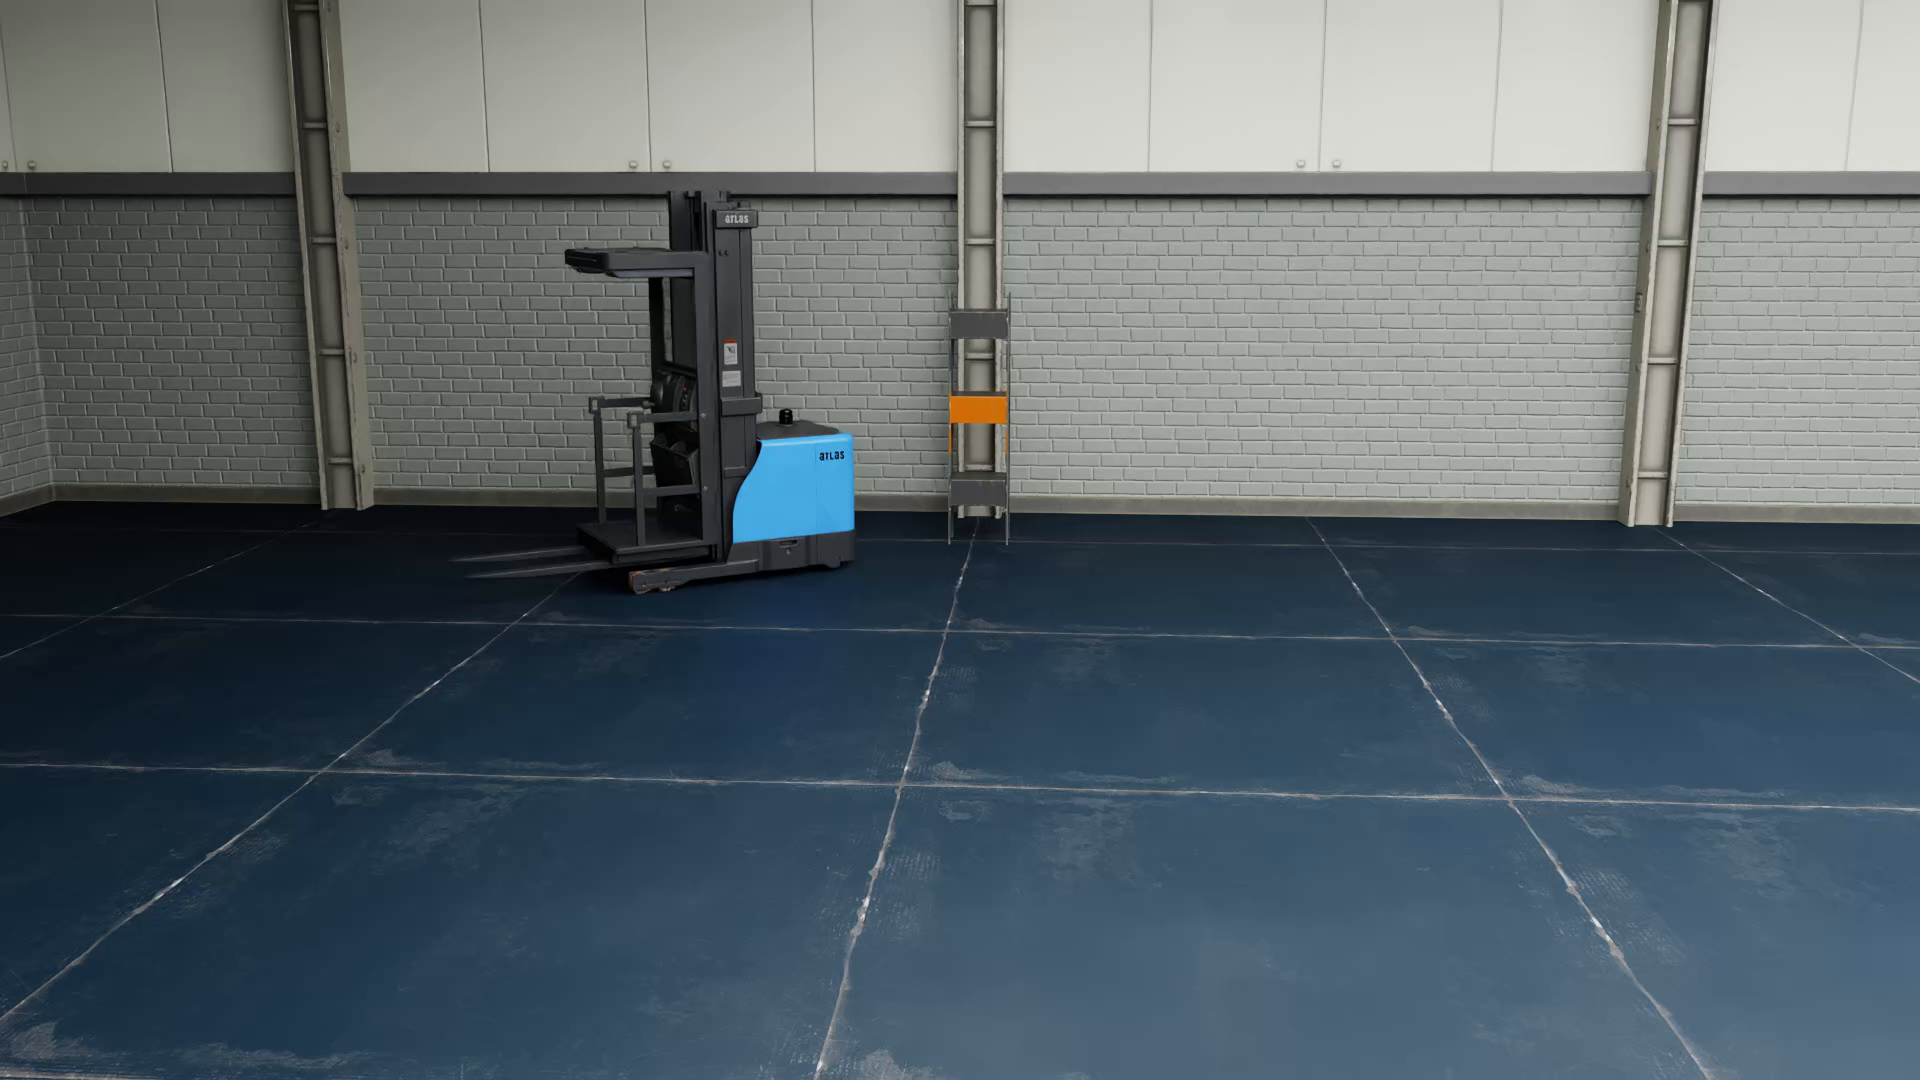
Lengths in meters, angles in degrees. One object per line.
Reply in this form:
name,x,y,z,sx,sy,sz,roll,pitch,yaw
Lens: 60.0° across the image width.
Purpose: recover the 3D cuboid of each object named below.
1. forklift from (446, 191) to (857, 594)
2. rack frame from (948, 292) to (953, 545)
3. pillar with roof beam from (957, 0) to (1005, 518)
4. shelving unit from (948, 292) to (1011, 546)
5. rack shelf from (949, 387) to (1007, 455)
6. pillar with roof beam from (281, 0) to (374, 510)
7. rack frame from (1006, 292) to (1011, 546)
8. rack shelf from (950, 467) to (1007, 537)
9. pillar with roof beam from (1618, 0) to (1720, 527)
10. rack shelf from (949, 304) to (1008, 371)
forklift,-2.365,-1.157,12.639,3.031,2.935,1.130,-6,13,-28
rack frame,-0.078,-1.029,14.058,0.015,2.100,0.400,1,12,4
pillar with roof beam,-0.103,-3.759,10.259,0.400,9.000,9.100,1,12,4
shelving unit,0.165,-1.025,14.042,0.503,2.100,0.431,1,12,4
rack shelf,0.165,-1.012,14.045,0.480,0.518,0.431,1,12,4
pillar with roof beam,-6.089,-3.841,10.652,0.400,9.000,9.100,1,12,4
rack frame,0.409,-1.022,14.026,0.015,2.100,0.400,1,12,4
rack shelf,0.165,-0.327,14.188,0.480,0.518,0.431,1,12,4
pillar with roof beam,5.884,-3.677,9.867,0.400,9.000,9.100,1,12,4
rack shelf,0.165,-1.697,13.902,0.480,0.518,0.431,1,12,4
